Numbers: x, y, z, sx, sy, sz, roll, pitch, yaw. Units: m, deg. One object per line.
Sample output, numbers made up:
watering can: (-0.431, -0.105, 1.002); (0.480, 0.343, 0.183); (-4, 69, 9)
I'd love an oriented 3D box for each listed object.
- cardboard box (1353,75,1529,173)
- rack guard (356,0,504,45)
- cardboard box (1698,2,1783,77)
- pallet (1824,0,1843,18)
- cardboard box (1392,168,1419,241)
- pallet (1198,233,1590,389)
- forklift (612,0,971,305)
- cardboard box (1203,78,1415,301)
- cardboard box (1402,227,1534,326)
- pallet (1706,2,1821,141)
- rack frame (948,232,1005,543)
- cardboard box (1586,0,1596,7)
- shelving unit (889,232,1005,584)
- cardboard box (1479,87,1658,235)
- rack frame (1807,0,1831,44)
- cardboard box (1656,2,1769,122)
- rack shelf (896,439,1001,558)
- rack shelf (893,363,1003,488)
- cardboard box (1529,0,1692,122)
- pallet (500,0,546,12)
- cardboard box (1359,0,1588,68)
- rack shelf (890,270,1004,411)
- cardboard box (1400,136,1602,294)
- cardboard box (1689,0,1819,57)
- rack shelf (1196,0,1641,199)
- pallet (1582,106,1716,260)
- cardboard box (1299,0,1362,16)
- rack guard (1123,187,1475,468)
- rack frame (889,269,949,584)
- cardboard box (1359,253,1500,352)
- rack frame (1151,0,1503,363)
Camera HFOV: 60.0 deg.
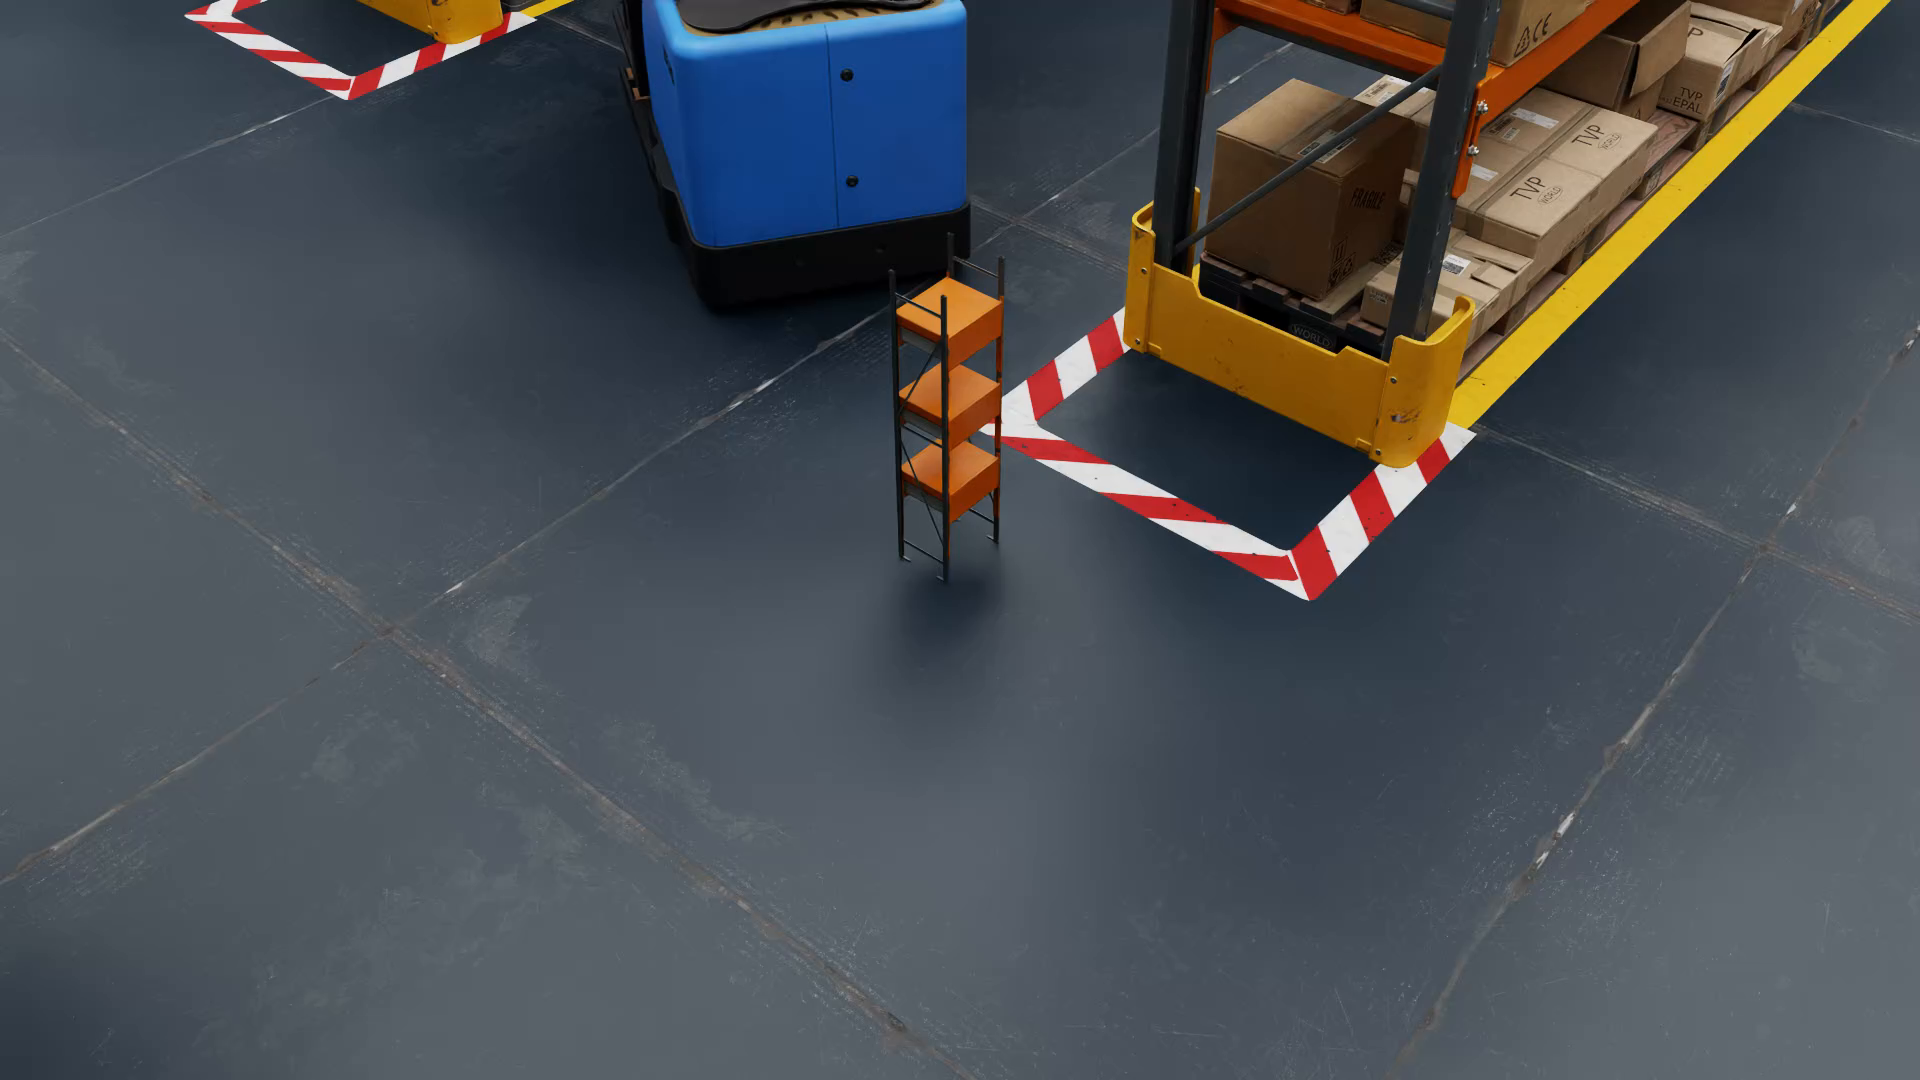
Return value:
cardboard box: (1.870, -1.640, 6.541); (0.500, 0.250, 0.500); (29, 50, 28)
rack guard: (-2.720, -2.835, 7.996); (1.175, 0.500, 0.348); (29, 50, 28)
cardboard box: (3.304, -2.164, 7.192); (0.380, 0.149, 0.250); (29, 50, 28)
pallet: (4.143, -3.095, 8.497); (1.003, 0.211, 1.213); (29, 50, 28)
cardboard box: (1.565, -1.302, 6.231); (0.380, 0.166, 0.250); (29, 50, 28)
pallet: (1.636, -1.050, 6.248); (1.003, 0.211, 1.213); (29, 50, 28)
forklift: (-0.869, -2.950, 6.315); (1.130, 2.935, 3.031); (-11, 43, -12)
cardboard box: (1.236, -1.256, 5.933); (0.500, 0.500, 0.500); (29, 50, 28)
cardboard box: (1.768, -0.941, 5.835); (0.380, 0.166, 0.250); (29, 50, 28)
pallet: (3.206, -2.306, 7.629); (1.003, 0.211, 1.213); (29, 50, 28)
rack frame: (0.044, -0.424, 4.936); (0.200, 1.050, 0.008); (29, 50, 28)
cardboard box: (1.890, -2.051, 5.201); (0.500, 0.500, 0.500); (29, 50, 28)
shelving unit: (-0.034, -0.361, 4.867); (0.215, 1.050, 0.252); (29, 50, 28)
cardboard box: (2.285, -1.449, 6.331); (0.500, 0.250, 0.500); (29, 50, 28)
rack frame: (3.649, -3.691, 7.080); (1.000, 3.000, 0.127); (29, 50, 28)
cardboard box: (3.016, -2.057, 6.954); (0.500, 0.311, 0.500); (29, 50, 28)
rack shelf: (-0.034, -0.147, 5.061); (0.215, 0.259, 0.240); (29, 50, 28)
rack shelf: (-0.034, -0.353, 4.874); (0.215, 0.259, 0.240); (29, 50, 28)
cardboard box: (2.443, -1.961, 6.705); (0.797, 0.503, 0.637); (29, 50, 28)
pallet: (-2.154, -3.154, 8.562); (1.003, 0.211, 1.213); (29, 50, 28)
cardboard box: (1.562, -1.783, 4.907); (0.500, 0.500, 0.500); (31, 50, 29)
rack shelf: (-0.034, -0.563, 4.683); (0.215, 0.259, 0.240); (29, 50, 28)
cardboard box: (1.963, -1.192, 6.048); (0.500, 0.250, 0.500); (29, 50, 28)
cardboard box: (3.499, -2.513, 7.315); (0.500, 0.500, 0.500); (29, 50, 28)
rack shelf: (2.361, -2.395, 6.189); (1.077, 0.370, 4.000); (29, 50, 28)
pallet: (2.421, -1.675, 6.936); (1.003, 0.211, 1.213); (29, 50, 28)
cardboard box: (1.154, -2.017, 5.164); (0.500, 0.500, 0.500); (31, 51, 30)
rack guard: (1.123, -0.746, 5.699); (1.175, 0.500, 0.348); (29, 50, 28)
rack frame: (-0.113, -0.298, 4.797); (0.200, 1.050, 0.008); (29, 50, 28)
cardboard box: (1.607, -0.806, 5.699); (0.380, 0.149, 0.250); (29, 50, 28)
rack frame: (1.074, -1.631, 4.815); (1.000, 3.000, 0.127); (29, 50, 28)
